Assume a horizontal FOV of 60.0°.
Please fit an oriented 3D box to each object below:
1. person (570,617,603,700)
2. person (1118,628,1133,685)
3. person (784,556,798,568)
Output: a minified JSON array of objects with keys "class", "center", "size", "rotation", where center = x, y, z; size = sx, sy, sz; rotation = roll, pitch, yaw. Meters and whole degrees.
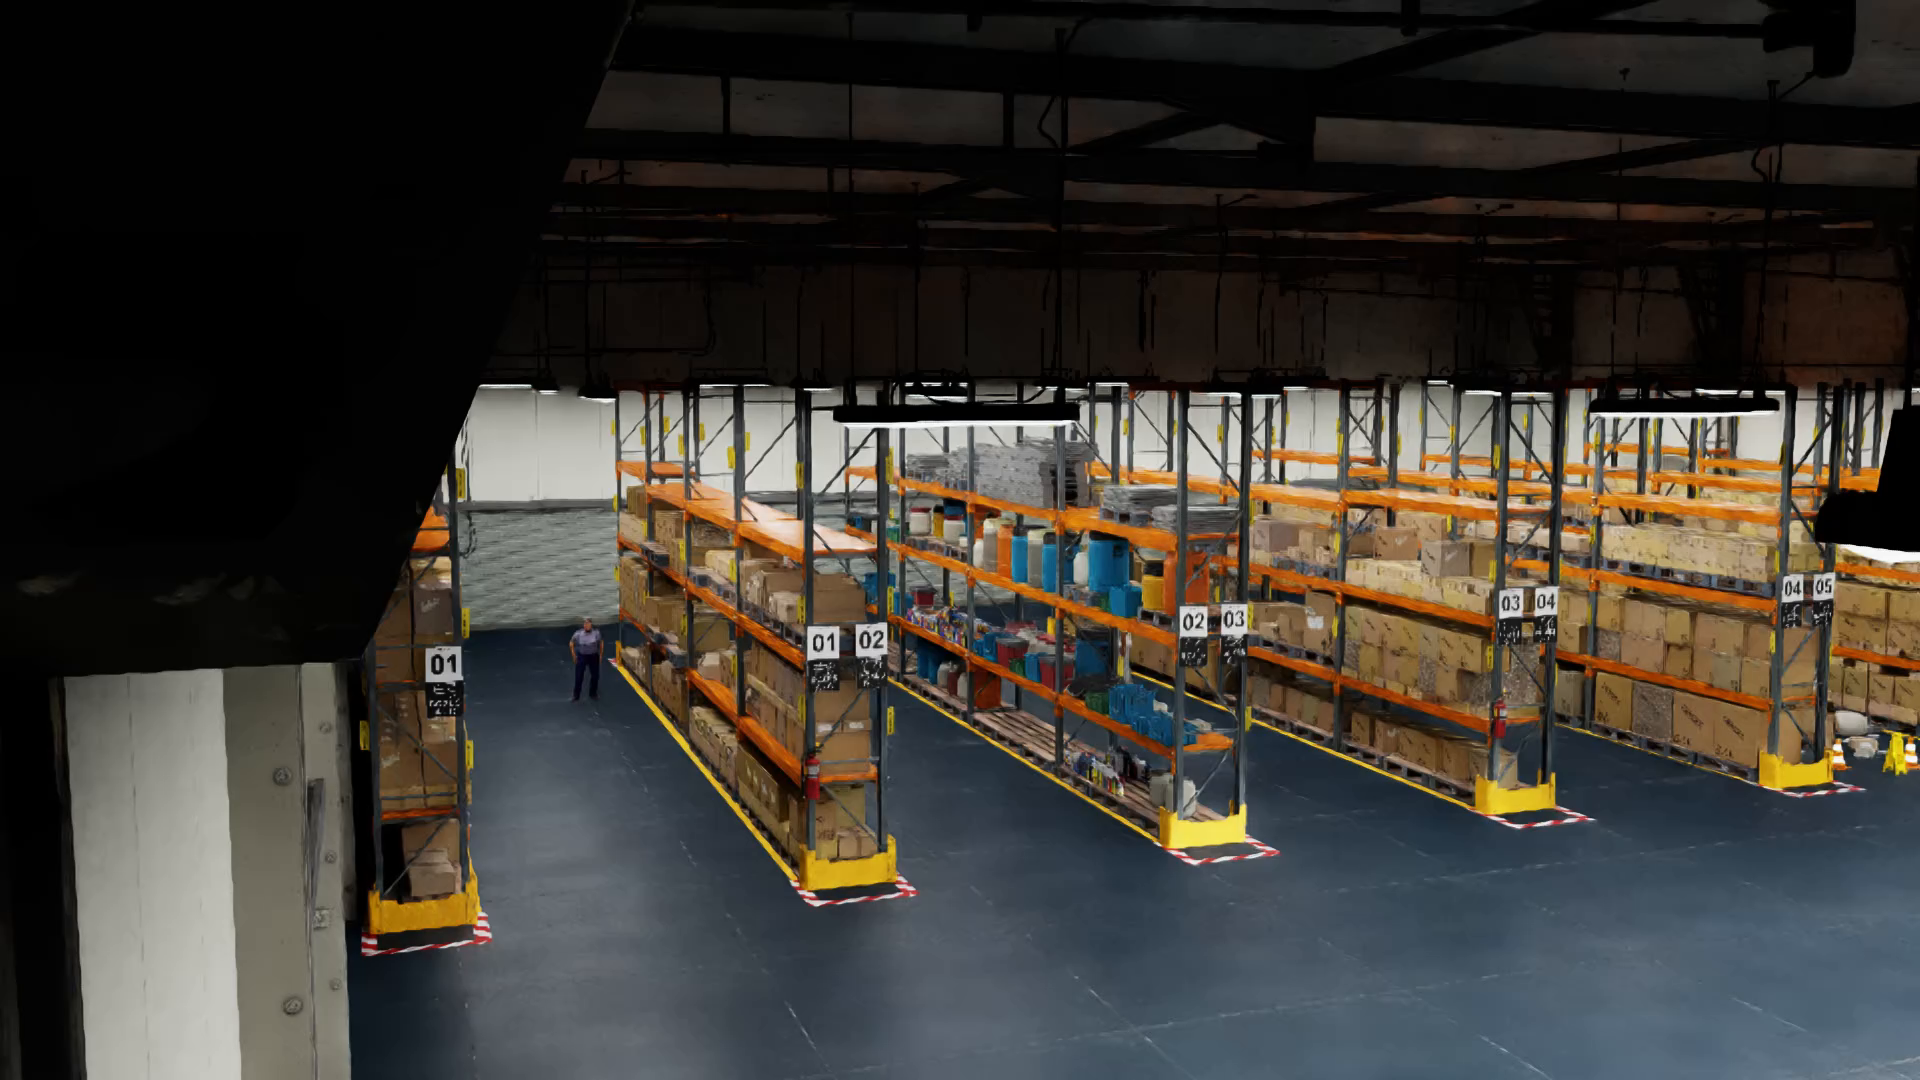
[{"class":"person","center":[-7.043,2.239,31.376],"size":[0.621,1.581,0.510],"rotation":[-2,6,-21]},{"class":"person","center":[3.116,2.029,32.258],"size":[0.503,1.764,0.624],"rotation":[1,6,9]},{"class":"person","center":[-4.097,1.218,40.163],"size":[0.573,1.715,1.103],"rotation":[-1,6,-11]}]
